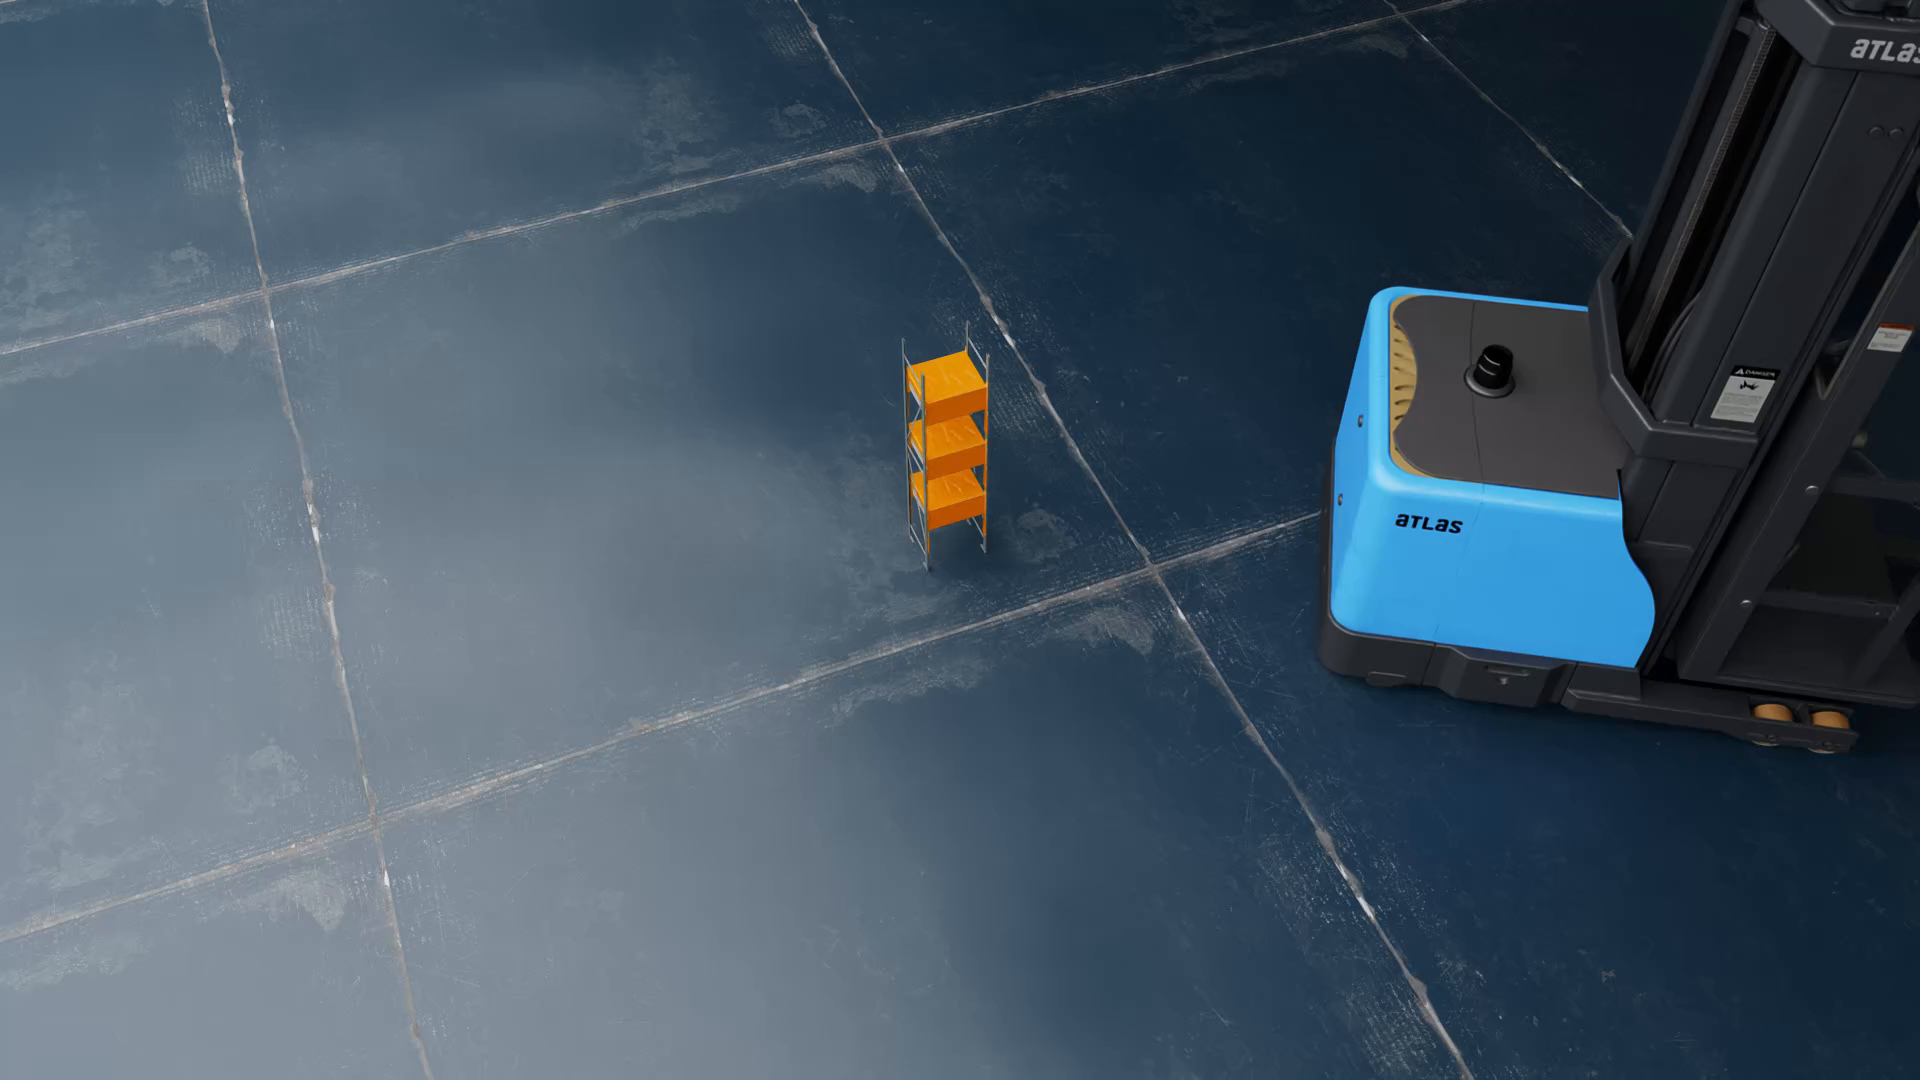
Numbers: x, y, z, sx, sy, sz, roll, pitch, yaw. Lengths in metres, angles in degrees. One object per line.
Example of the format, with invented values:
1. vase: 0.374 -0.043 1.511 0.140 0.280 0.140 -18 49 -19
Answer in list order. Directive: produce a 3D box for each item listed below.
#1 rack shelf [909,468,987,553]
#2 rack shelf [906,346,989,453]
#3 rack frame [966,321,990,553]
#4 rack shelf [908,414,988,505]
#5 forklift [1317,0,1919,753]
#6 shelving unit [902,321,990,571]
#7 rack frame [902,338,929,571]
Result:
1. rack shelf: -0.050 -0.139 6.398 0.240 0.259 0.215 -17 52 -14
2. rack shelf: -0.050 -0.505 5.972 0.240 0.259 0.215 -17 52 -14
3. rack frame: 0.063 -0.362 6.209 0.008 1.050 0.200 -17 52 -14
4. rack shelf: -0.050 -0.320 6.187 0.240 0.259 0.215 -17 52 -14
5. forklift: 2.882 -0.631 5.201 3.031 2.935 1.130 7 50 6
6. shelving unit: -0.050 -0.327 6.179 0.252 1.050 0.215 -17 52 -14
7. rack frame: -0.162 -0.292 6.149 0.008 1.050 0.200 -17 52 -14
